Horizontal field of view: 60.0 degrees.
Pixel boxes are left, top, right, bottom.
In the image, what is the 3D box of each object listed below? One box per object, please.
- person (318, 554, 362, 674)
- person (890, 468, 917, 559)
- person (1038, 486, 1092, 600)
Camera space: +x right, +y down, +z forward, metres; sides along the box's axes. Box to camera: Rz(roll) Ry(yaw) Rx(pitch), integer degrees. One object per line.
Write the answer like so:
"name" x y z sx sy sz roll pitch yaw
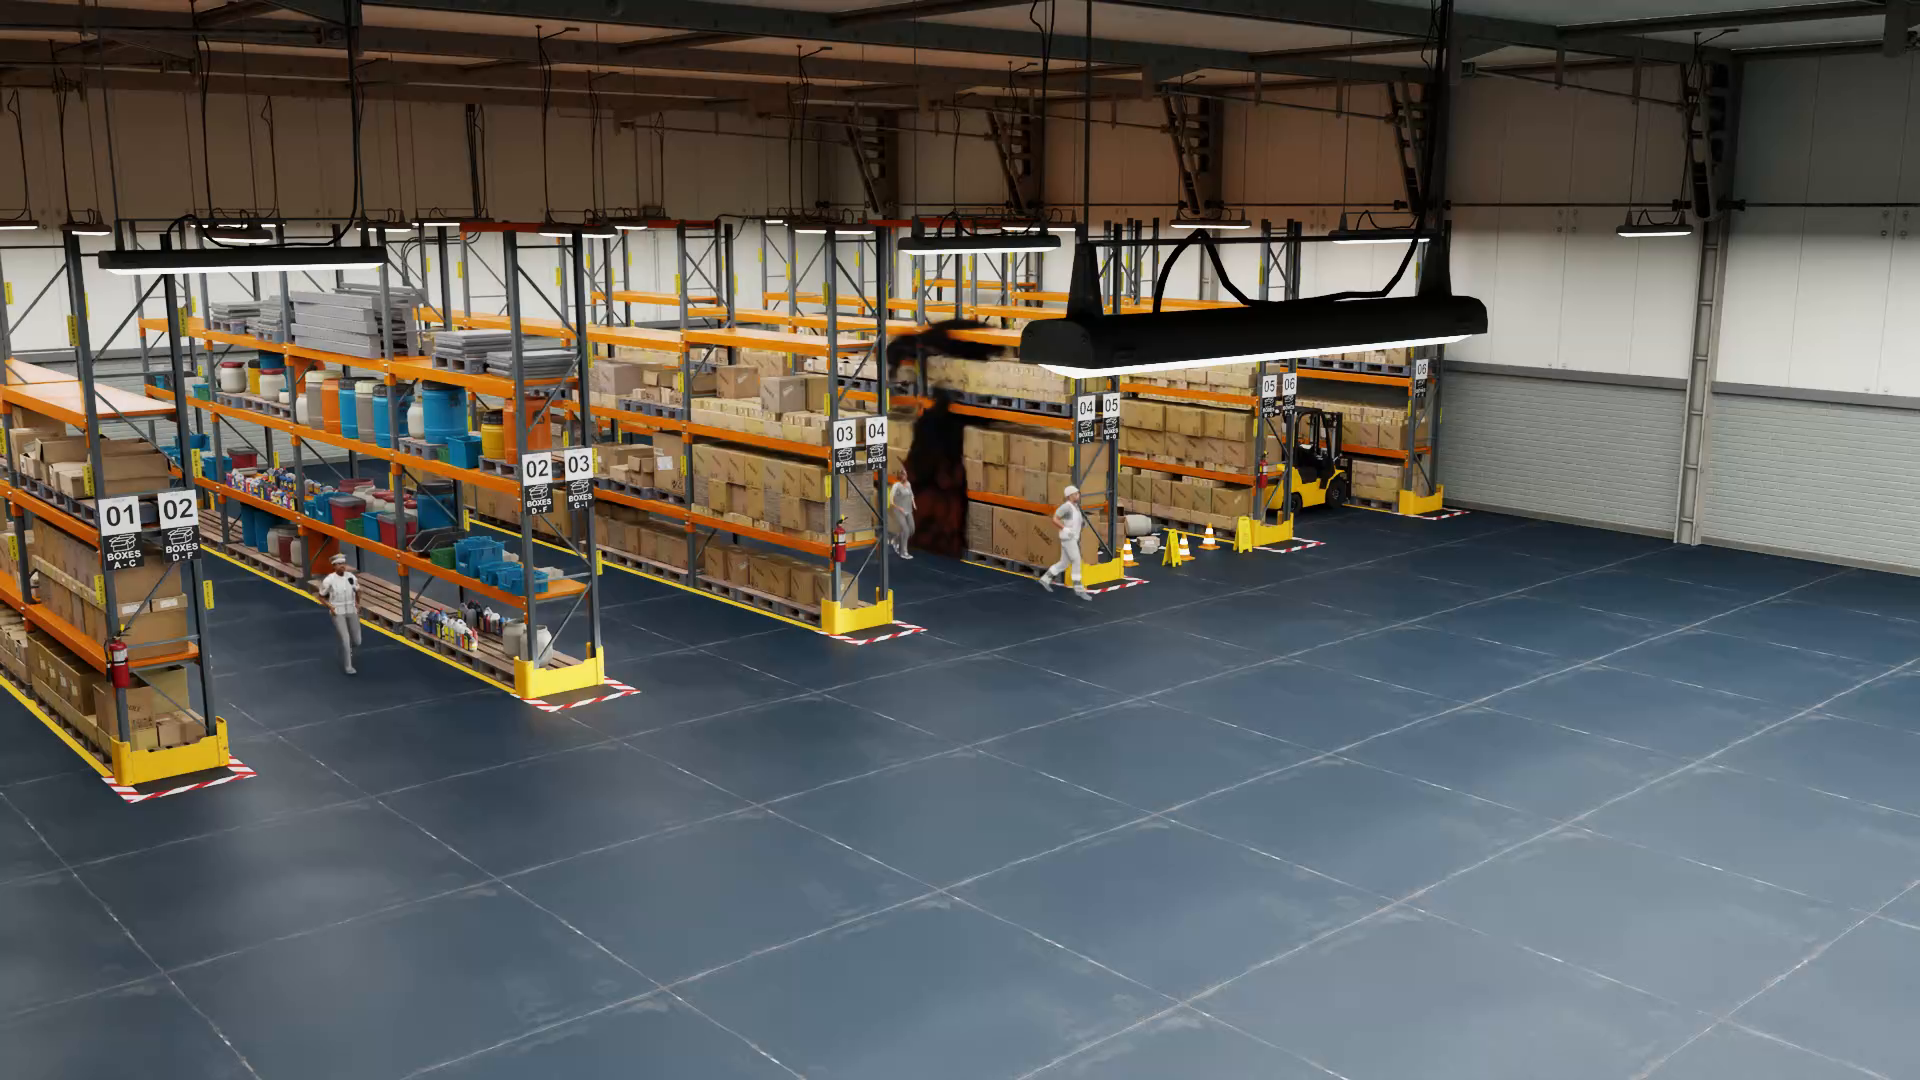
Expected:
"person" -8.480 0.985 22.805 0.576 1.652 0.612 -9 15 -38
"person" -1.014 -0.460 28.768 0.525 1.542 0.583 10 15 40
"person" 1.748 0.019 26.918 0.908 1.810 0.682 3 12 15
